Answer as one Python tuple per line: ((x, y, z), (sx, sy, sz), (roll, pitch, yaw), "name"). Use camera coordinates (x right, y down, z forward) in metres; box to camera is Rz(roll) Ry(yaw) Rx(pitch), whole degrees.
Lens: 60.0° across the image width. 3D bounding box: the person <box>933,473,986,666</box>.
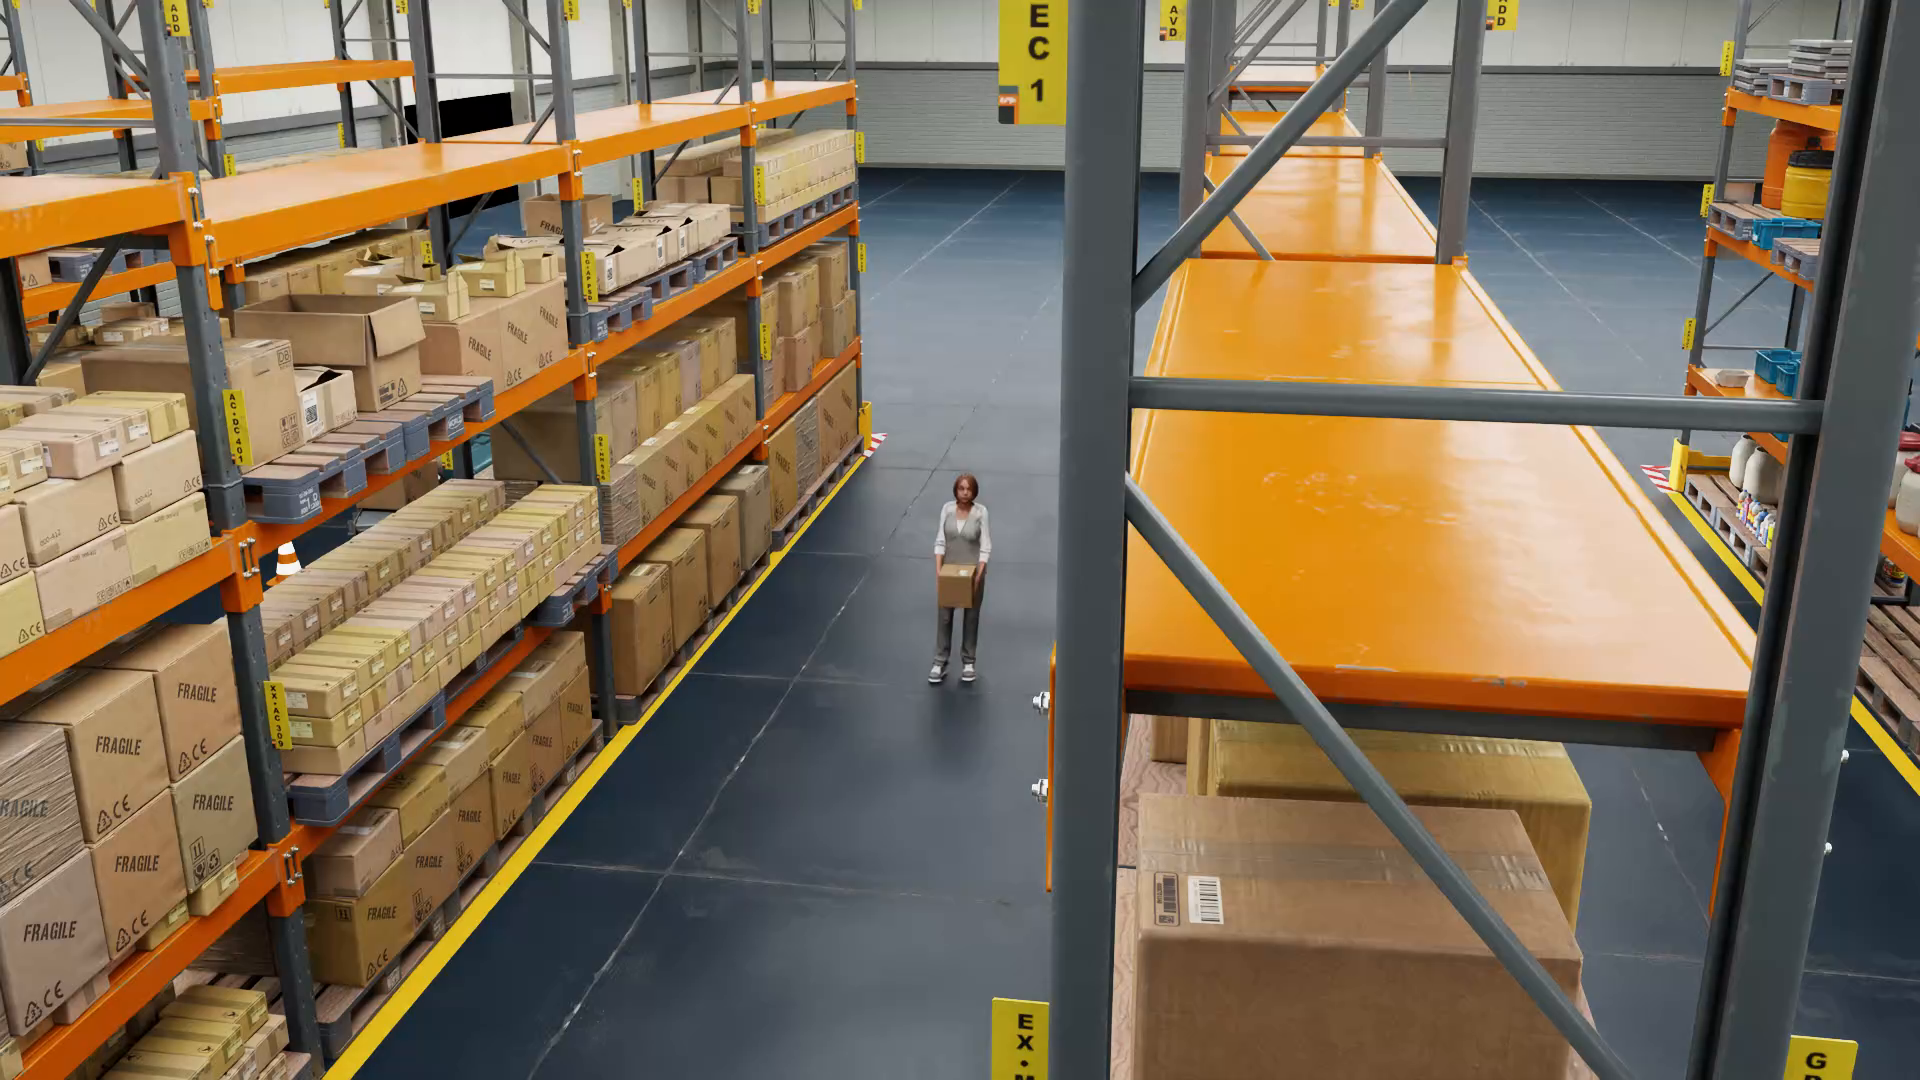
((0.007, 0.262, 12.566), (0.435, 1.537, 0.414), (3, 18, 9), "person")
